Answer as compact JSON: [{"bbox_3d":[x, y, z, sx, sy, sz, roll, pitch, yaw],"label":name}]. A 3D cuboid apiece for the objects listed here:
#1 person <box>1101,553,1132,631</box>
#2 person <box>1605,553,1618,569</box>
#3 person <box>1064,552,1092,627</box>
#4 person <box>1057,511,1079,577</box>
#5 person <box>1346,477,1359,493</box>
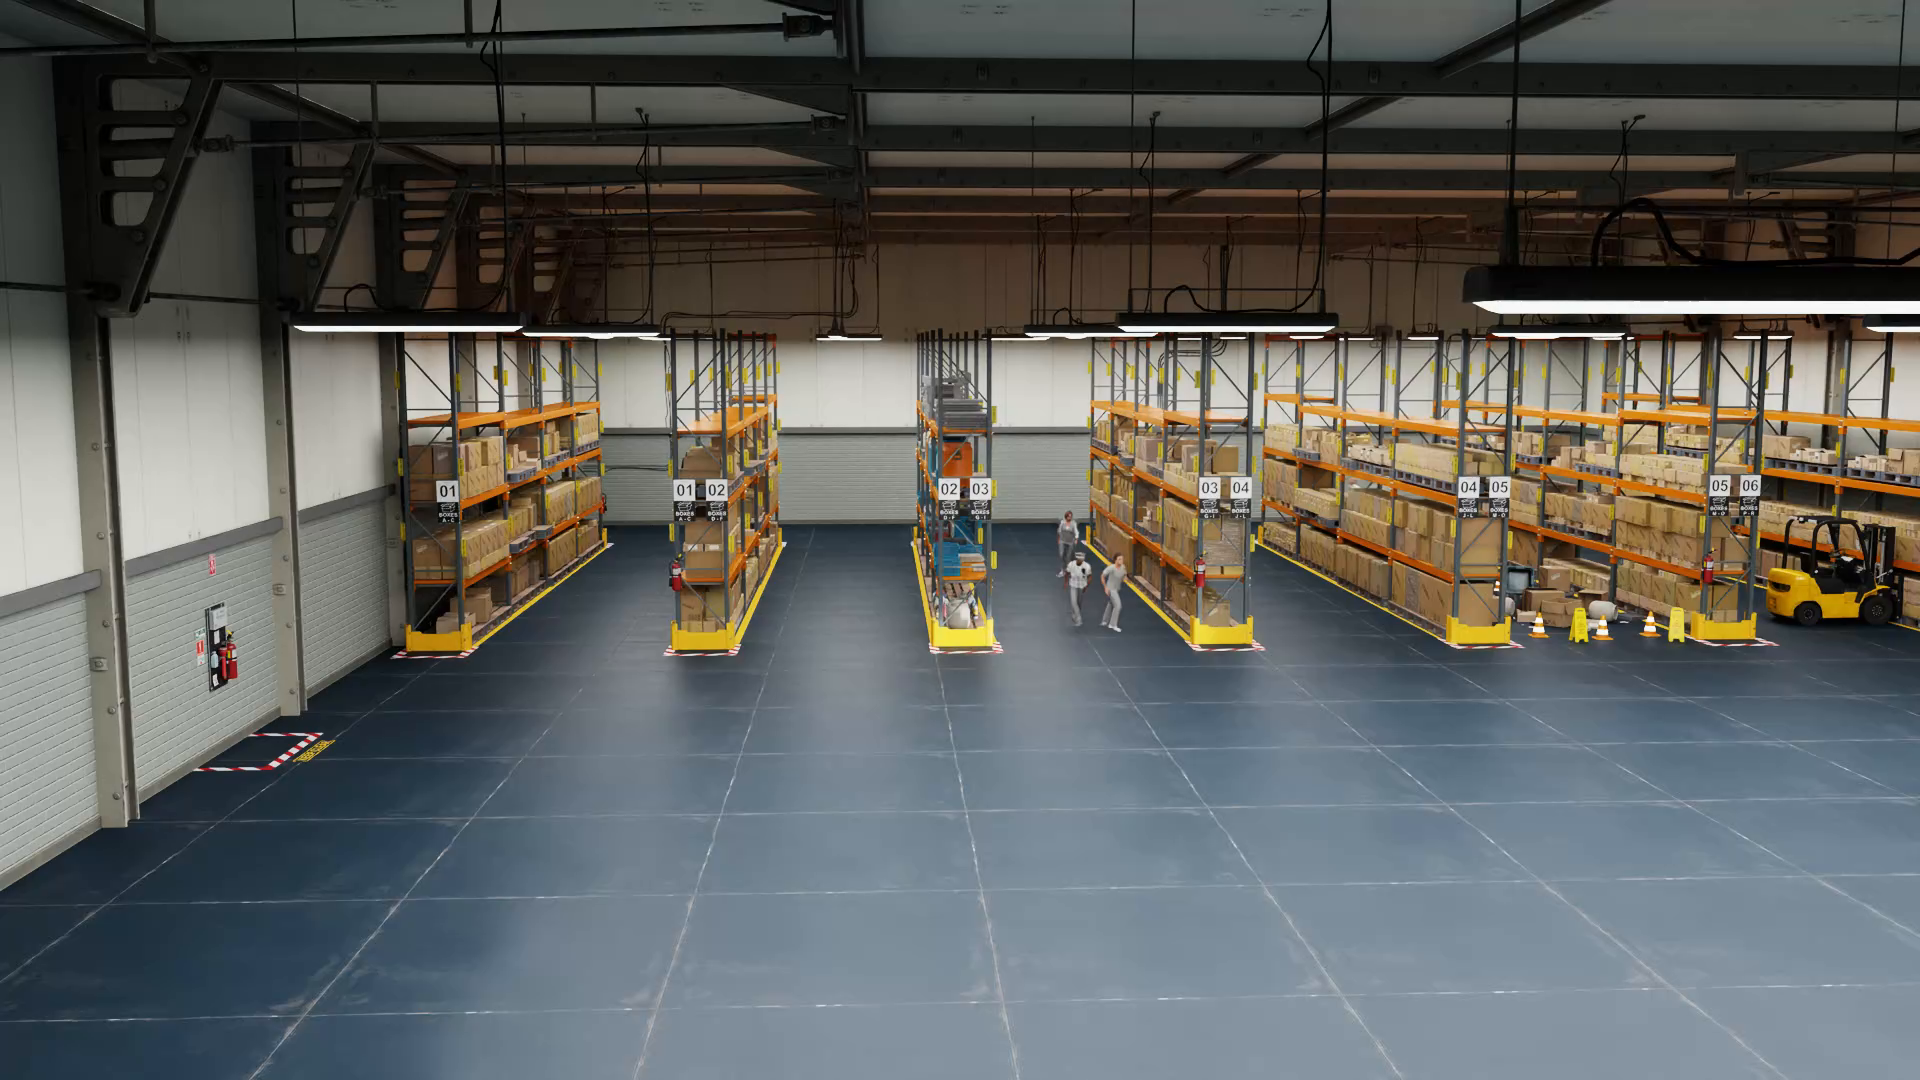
[{"bbox_3d":[3.118,1.026,33.405,0.833,1.603,0.647,6,9,39],"label":"person"},{"bbox_3d":[16.026,0.052,40.920,0.645,1.778,0.825,-2,7,-15],"label":"person"},{"bbox_3d":[2.421,0.957,34.066,0.580,1.518,1.029,1,7,5],"label":"person"},{"bbox_3d":[2.523,0.078,38.943,0.541,1.557,0.725,1,7,7],"label":"person"},{"bbox_3d":[11.666,-1.008,49.682,0.761,1.791,0.682,-3,7,-23],"label":"person"}]
